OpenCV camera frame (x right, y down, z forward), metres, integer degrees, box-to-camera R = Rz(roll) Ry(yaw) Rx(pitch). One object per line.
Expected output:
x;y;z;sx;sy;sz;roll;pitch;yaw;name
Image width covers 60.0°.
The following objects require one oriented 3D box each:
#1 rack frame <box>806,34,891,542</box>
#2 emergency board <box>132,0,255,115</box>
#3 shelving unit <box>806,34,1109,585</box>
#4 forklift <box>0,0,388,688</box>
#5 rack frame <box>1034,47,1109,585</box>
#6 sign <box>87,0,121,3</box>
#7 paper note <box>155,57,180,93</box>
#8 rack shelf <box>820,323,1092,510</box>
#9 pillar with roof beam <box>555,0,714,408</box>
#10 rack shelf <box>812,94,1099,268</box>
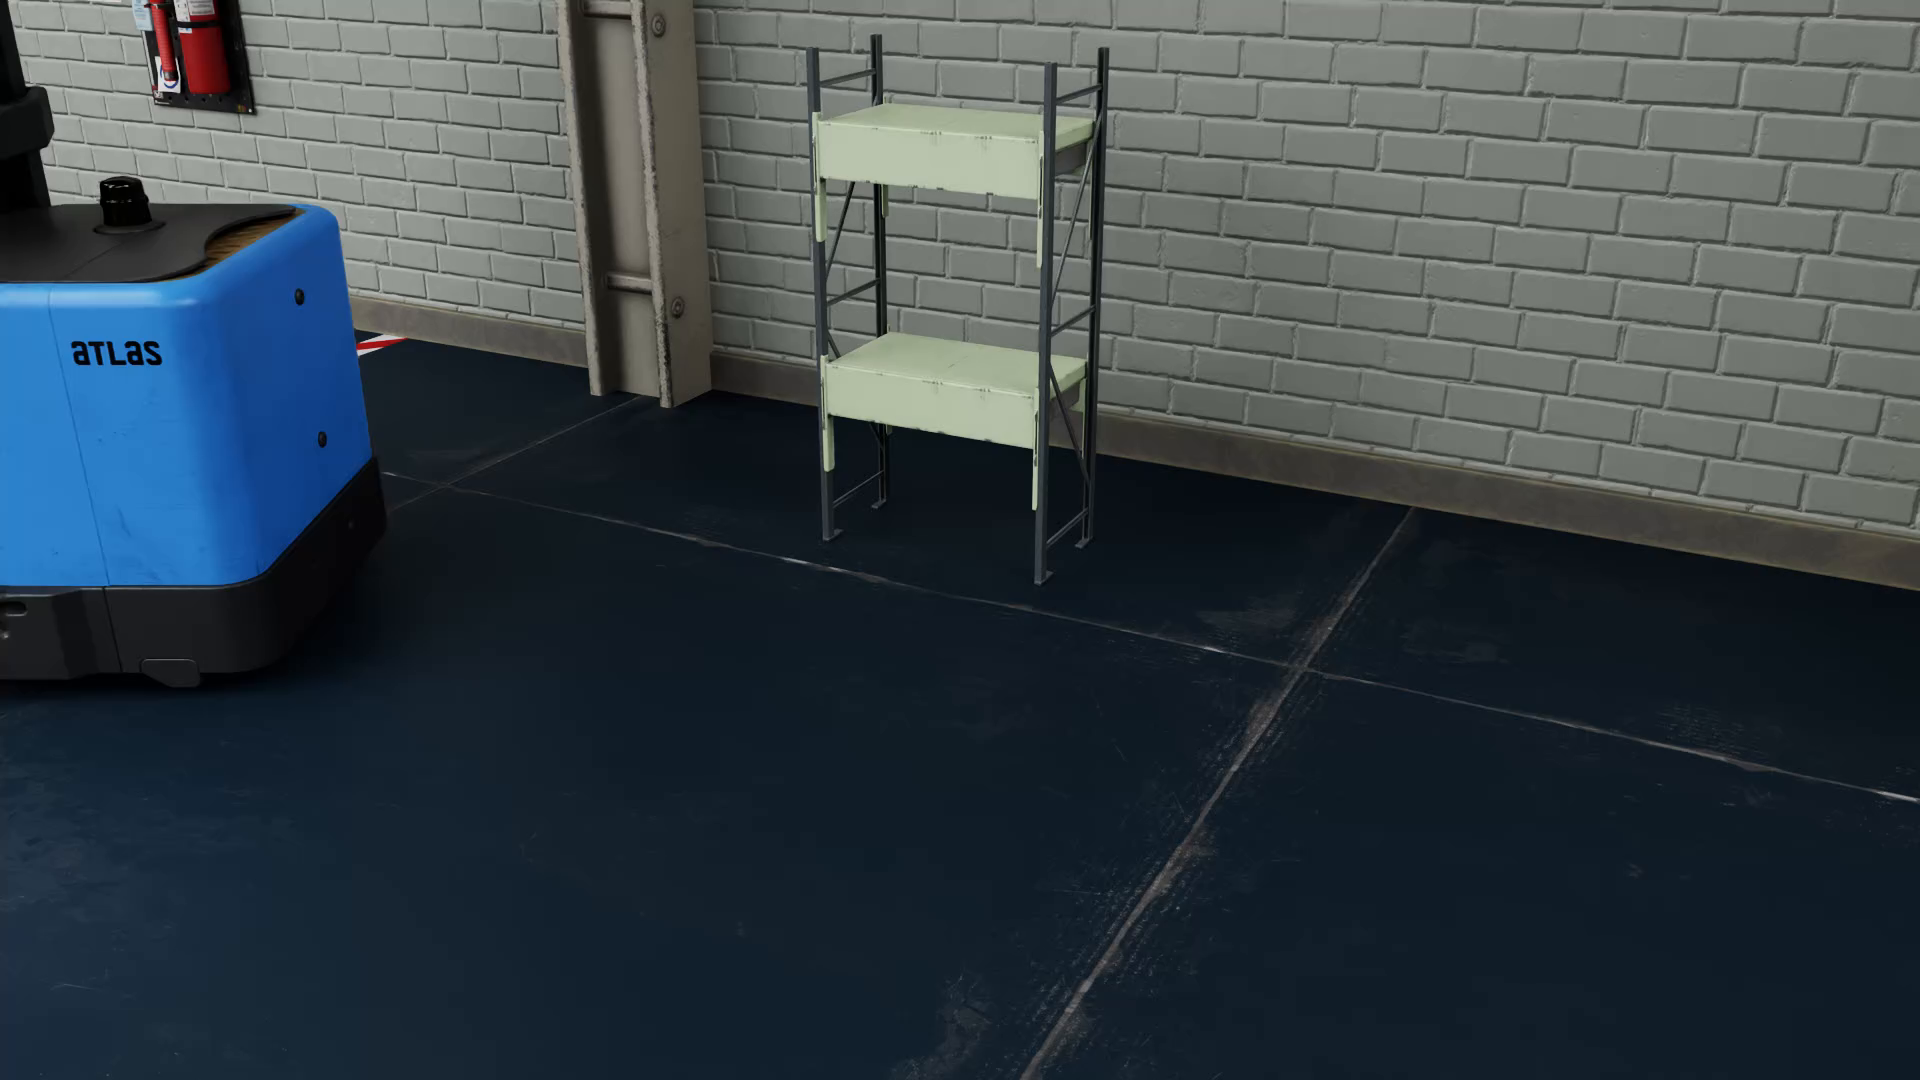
-0.333;-0.756;5.111;0.023;1.500;0.400;11;25;25;rack frame
-3.415;-2.430;7.130;0.643;1.169;0.194;11;25;25;emergency board
-0.006;-0.691;4.959;0.755;1.500;0.431;11;25;25;shelving unit
-3.284;-1.144;4.196;3.031;2.935;1.130;0;23;0;forklift
0.321;-0.627;4.807;0.023;1.500;0.400;11;25;25;rack frame
-3.862;-2.580;7.438;0.234;0.329;0.001;11;25;25;sign
-3.542;-2.080;7.433;0.142;0.148;0.016;11;25;25;paper note
-0.006;-0.391;5.087;0.720;0.370;0.431;11;25;25;rack shelf
-3.170;-3.237;1.363;0.400;9.000;9.100;11;25;25;pillar with roof beam
-0.006;-1.050;4.806;0.720;0.370;0.431;11;25;25;rack shelf
